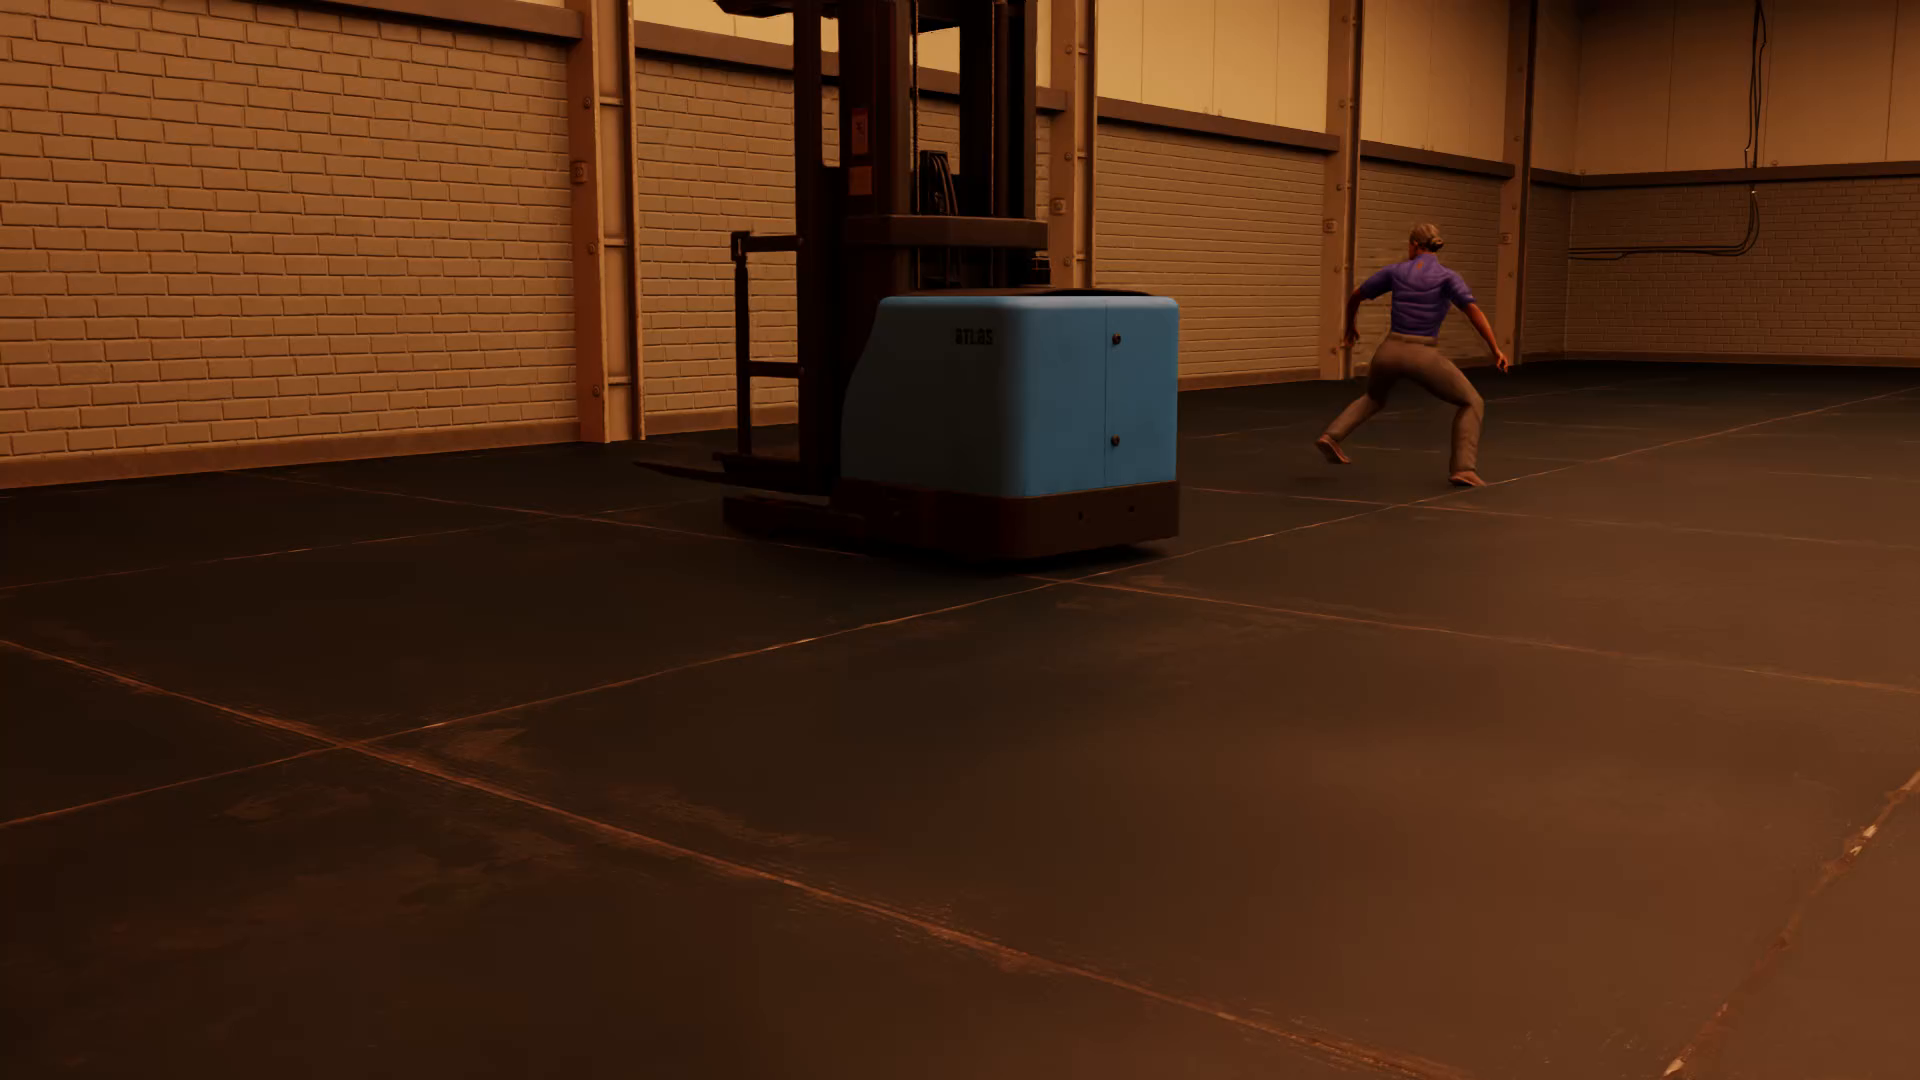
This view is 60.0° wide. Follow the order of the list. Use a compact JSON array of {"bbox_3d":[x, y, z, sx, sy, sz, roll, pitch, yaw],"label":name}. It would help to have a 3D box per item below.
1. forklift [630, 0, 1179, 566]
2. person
[{"bbox_3d":[-0.444,-1.510,7.600,1.130,2.935,3.031,-8,11,-42],"label":"forklift"},{"bbox_3d":[2.661,-1.048,9.587,1.085,1.548,0.483,7,11,38],"label":"person"}]
